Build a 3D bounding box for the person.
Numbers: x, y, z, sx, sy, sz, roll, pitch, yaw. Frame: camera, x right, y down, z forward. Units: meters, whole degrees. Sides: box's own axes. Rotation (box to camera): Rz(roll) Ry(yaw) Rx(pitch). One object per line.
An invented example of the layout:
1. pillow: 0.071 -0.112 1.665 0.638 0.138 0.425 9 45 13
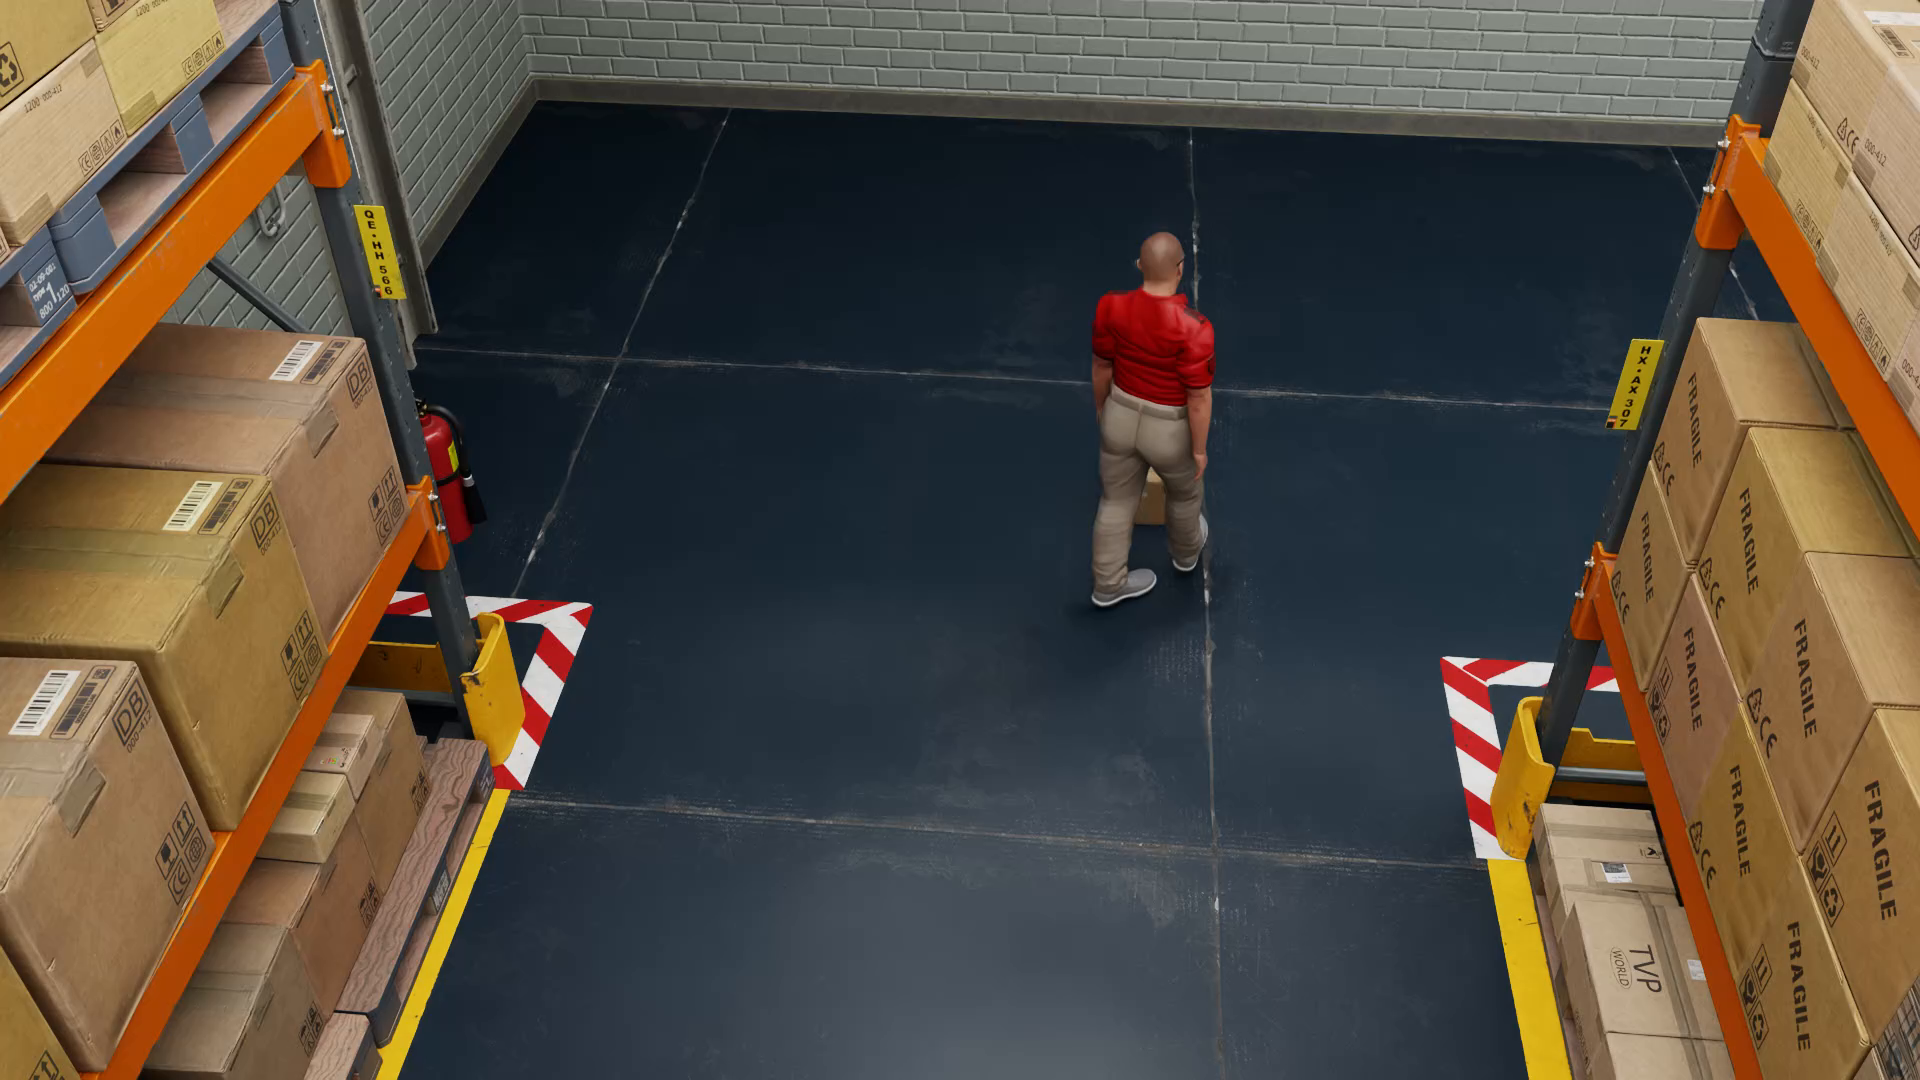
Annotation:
1. person: 0.834 -0.532 6.800 0.540 1.715 0.703 21 44 23
